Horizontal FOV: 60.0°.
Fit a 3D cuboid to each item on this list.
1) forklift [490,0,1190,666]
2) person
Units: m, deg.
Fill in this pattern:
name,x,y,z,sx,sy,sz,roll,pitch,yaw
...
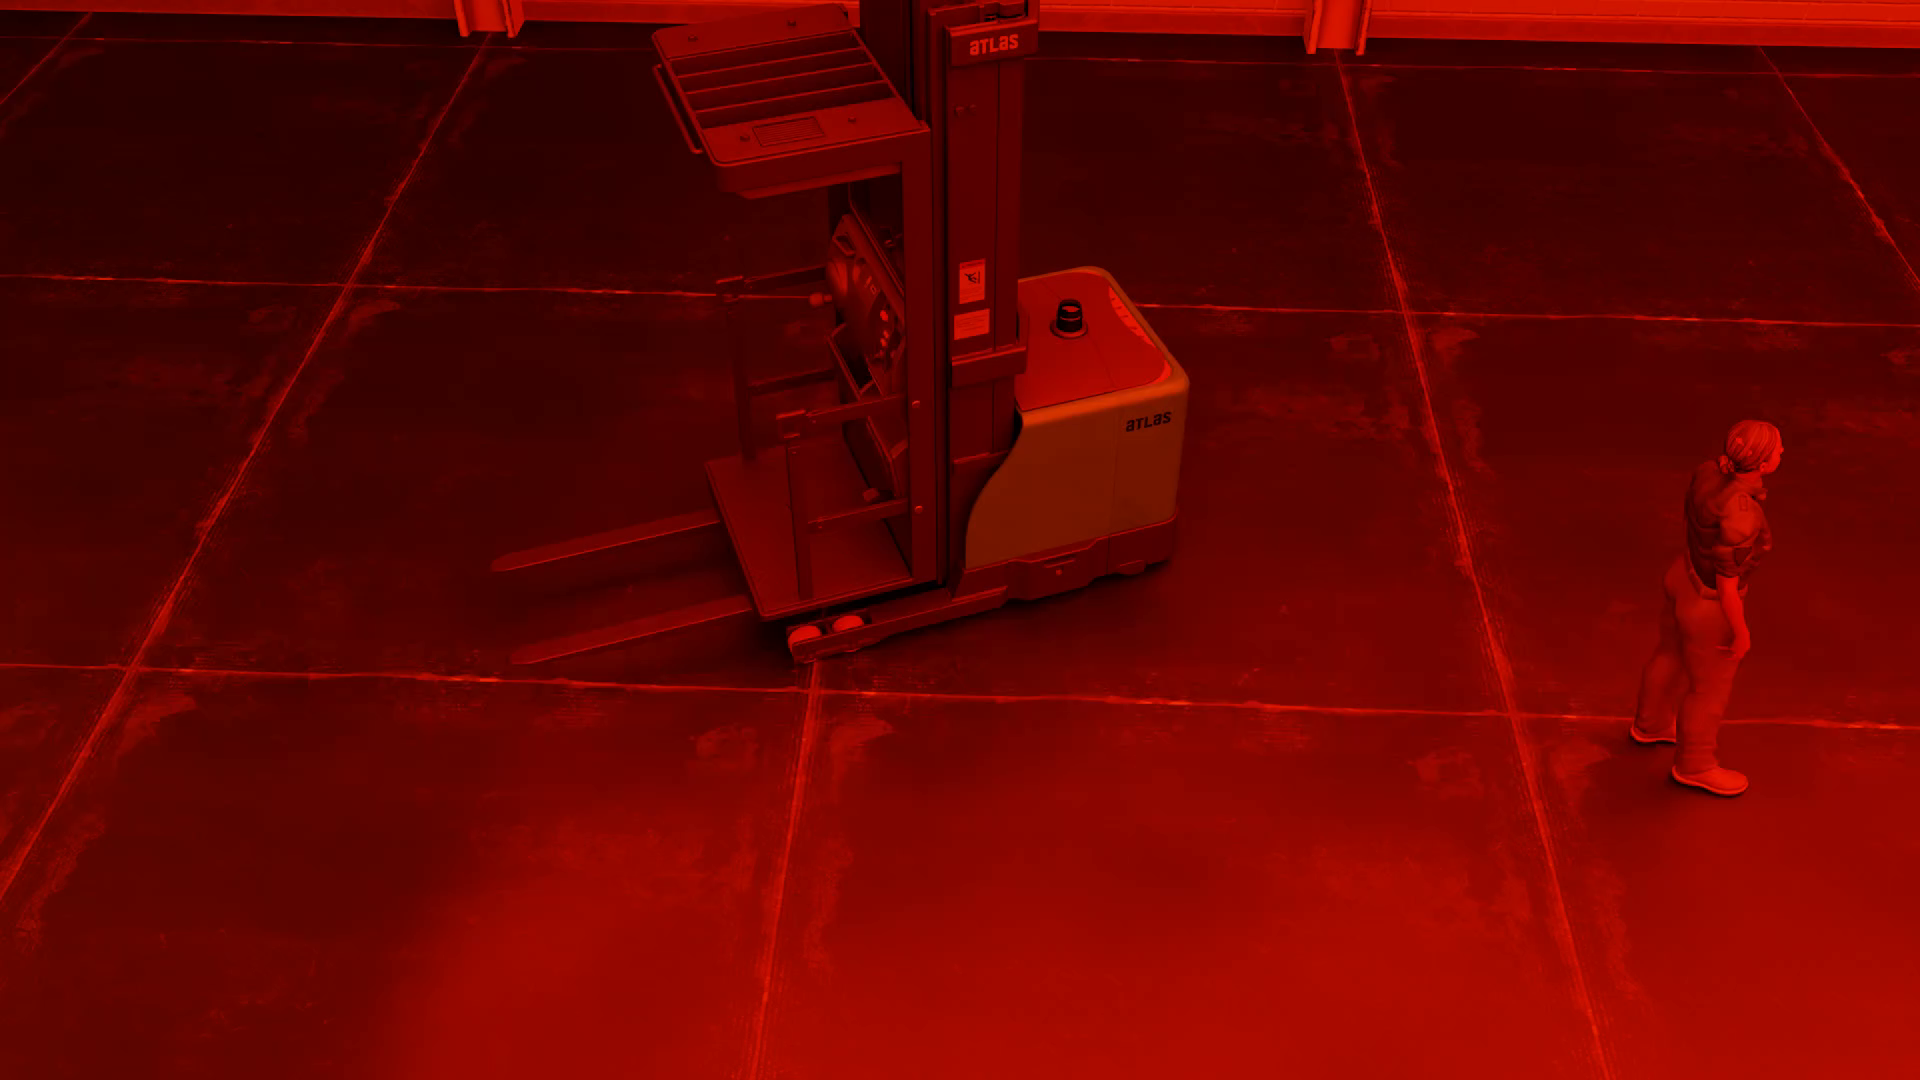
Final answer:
name,x,y,z,sx,sy,sz,roll,pitch,yaw
forklift,-0.573,-0.945,6.778,3.031,2.935,1.130,-13,44,-14
person,2.967,0.238,6.418,0.504,1.654,0.570,1,42,1
